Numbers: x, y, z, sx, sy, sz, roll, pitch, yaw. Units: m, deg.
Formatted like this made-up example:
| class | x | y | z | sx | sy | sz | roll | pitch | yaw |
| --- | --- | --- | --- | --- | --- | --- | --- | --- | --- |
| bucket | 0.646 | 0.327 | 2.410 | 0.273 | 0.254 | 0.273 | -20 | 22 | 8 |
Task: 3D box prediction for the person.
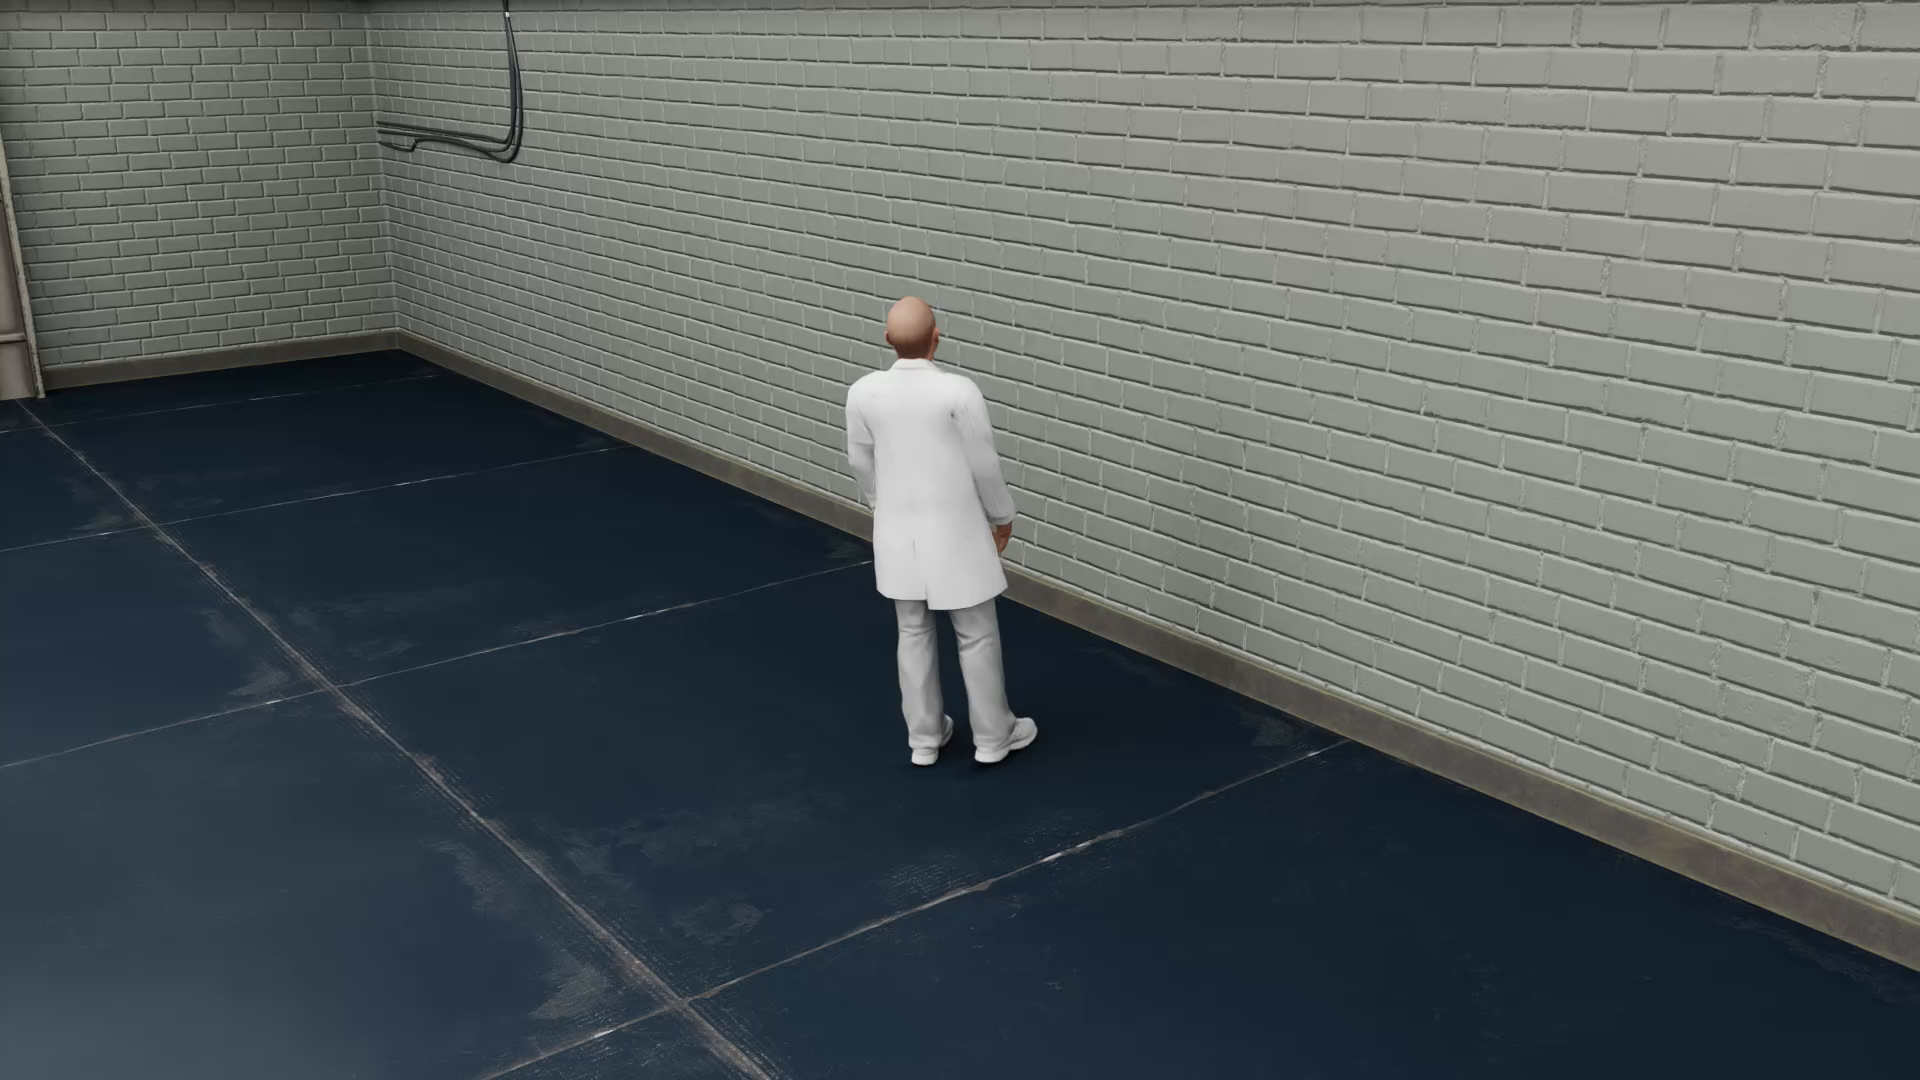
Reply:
| class | x | y | z | sx | sy | sz | roll | pitch | yaw |
| --- | --- | --- | --- | --- | --- | --- | --- | --- | --- |
| person | -0.069 | -0.039 | 6.174 | 0.612 | 1.776 | 0.576 | 7 | 19 | 22 |
